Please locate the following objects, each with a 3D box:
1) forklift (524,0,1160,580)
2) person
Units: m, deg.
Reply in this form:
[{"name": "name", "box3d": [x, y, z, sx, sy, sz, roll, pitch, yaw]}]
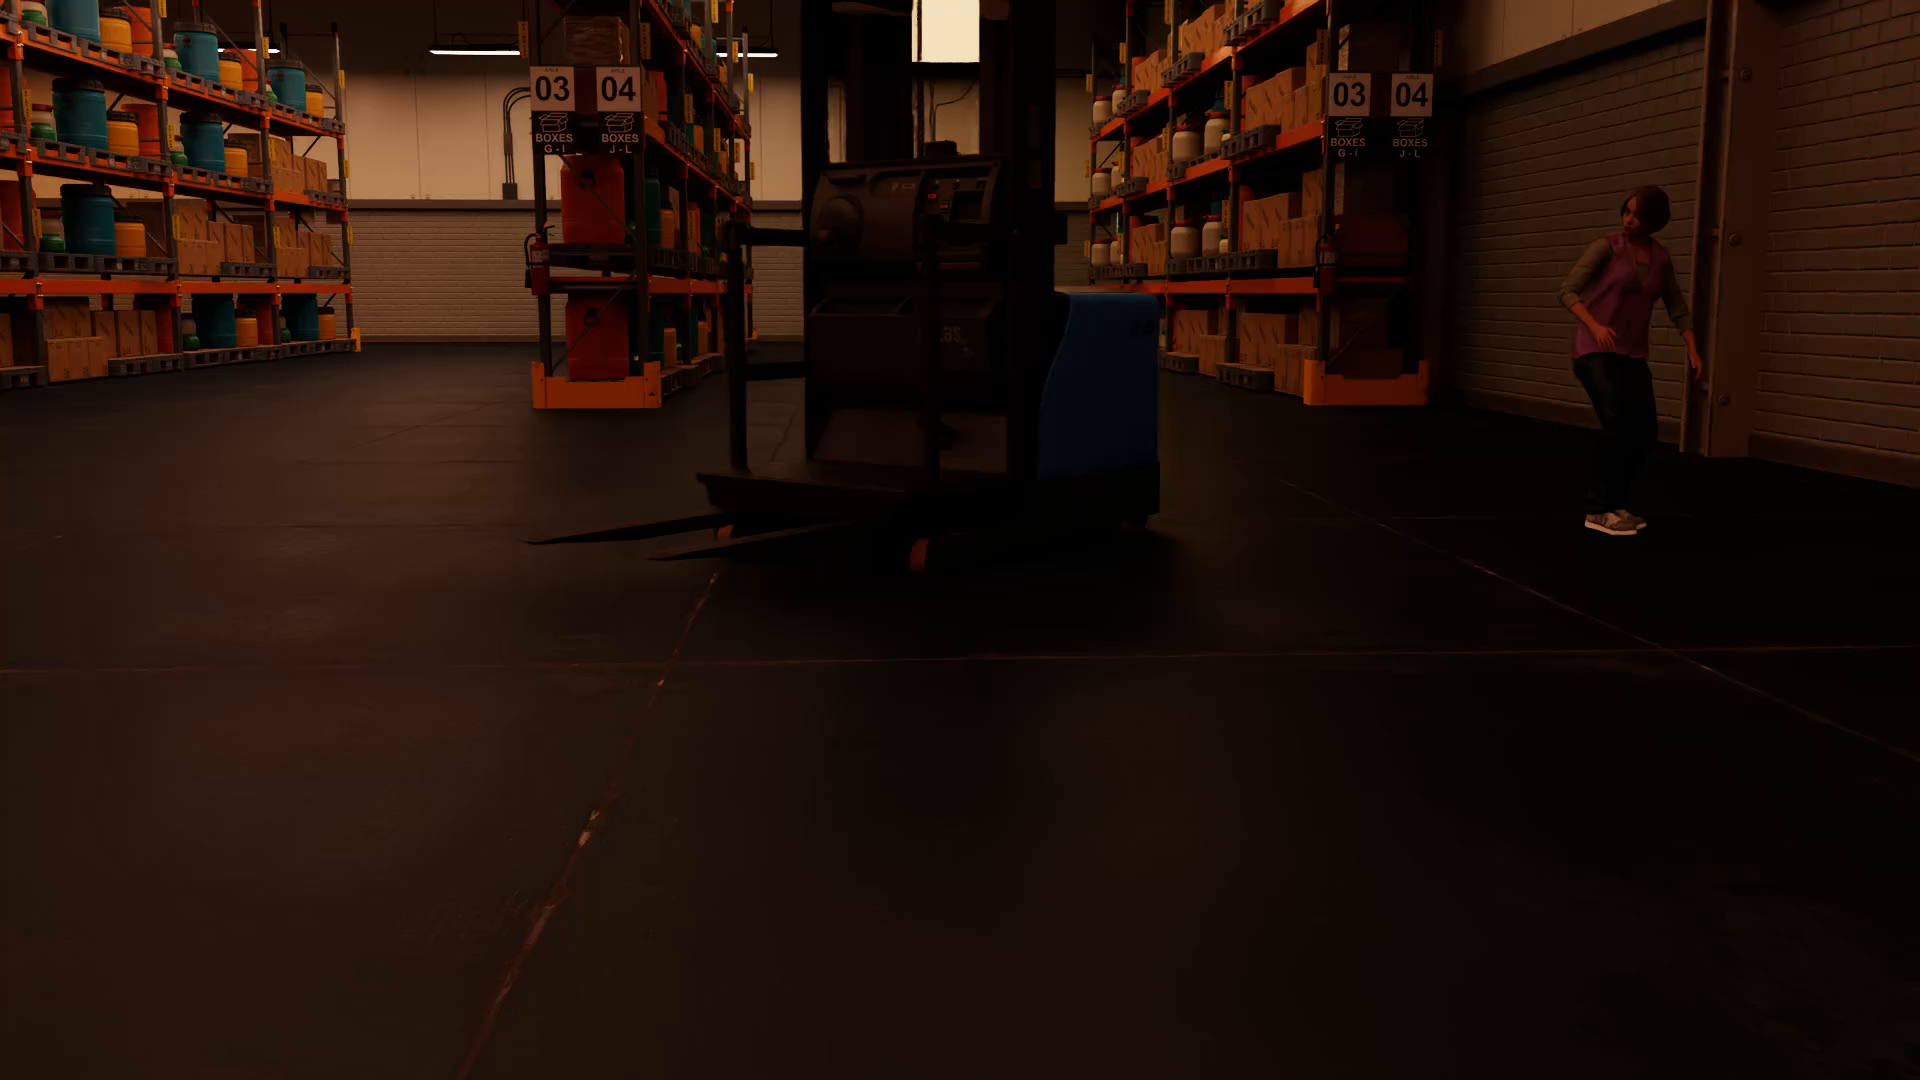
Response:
[{"name": "forklift", "box3d": [-0.354, -1.376, 6.601, 1.130, 2.935, 3.031, 6, 10, 36]}, {"name": "person", "box3d": [3.024, -0.805, 7.506, 0.632, 1.557, 0.449, -3, 9, -19]}]
